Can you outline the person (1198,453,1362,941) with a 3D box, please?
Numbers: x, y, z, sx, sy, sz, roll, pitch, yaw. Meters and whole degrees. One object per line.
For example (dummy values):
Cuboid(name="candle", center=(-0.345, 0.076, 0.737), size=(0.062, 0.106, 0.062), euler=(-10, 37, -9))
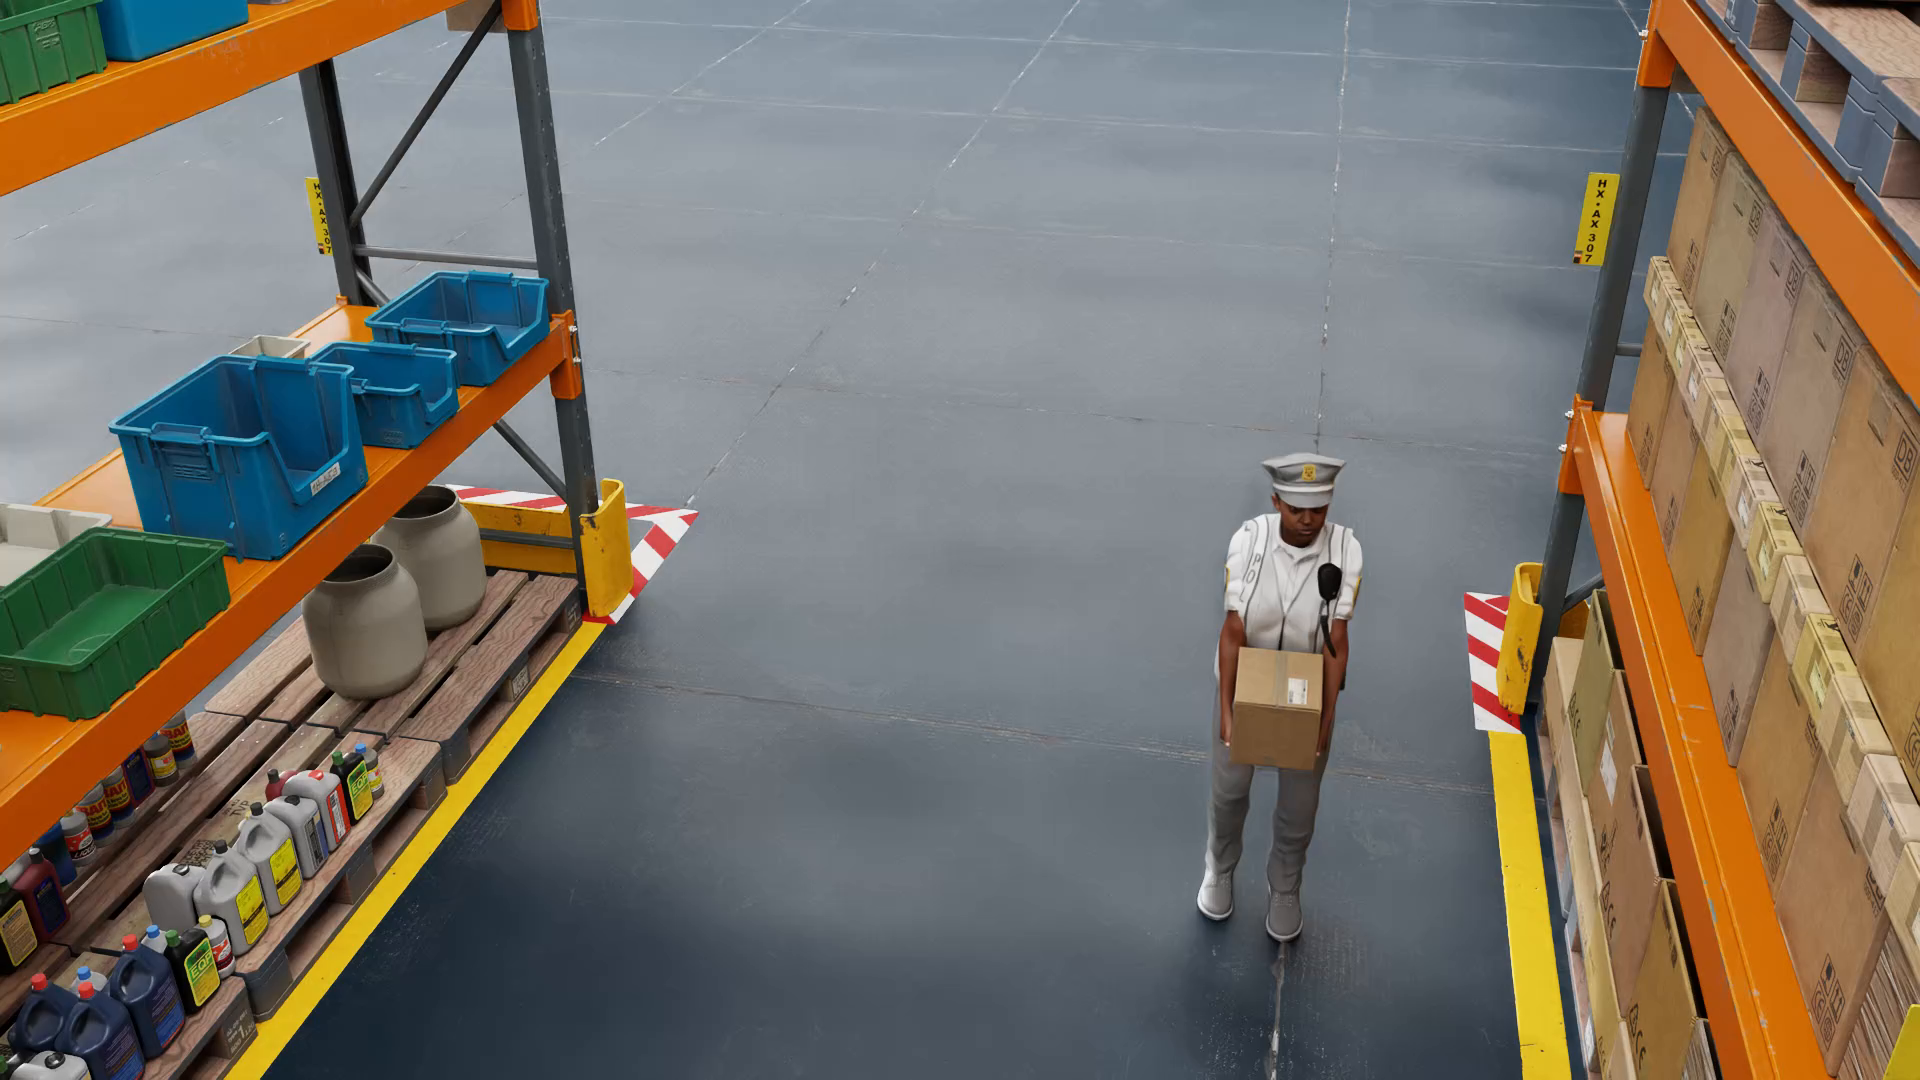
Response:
Cuboid(name="person", center=(0.992, 0.510, 5.188), size=(0.416, 1.688, 0.525), euler=(5, 29, 10))
